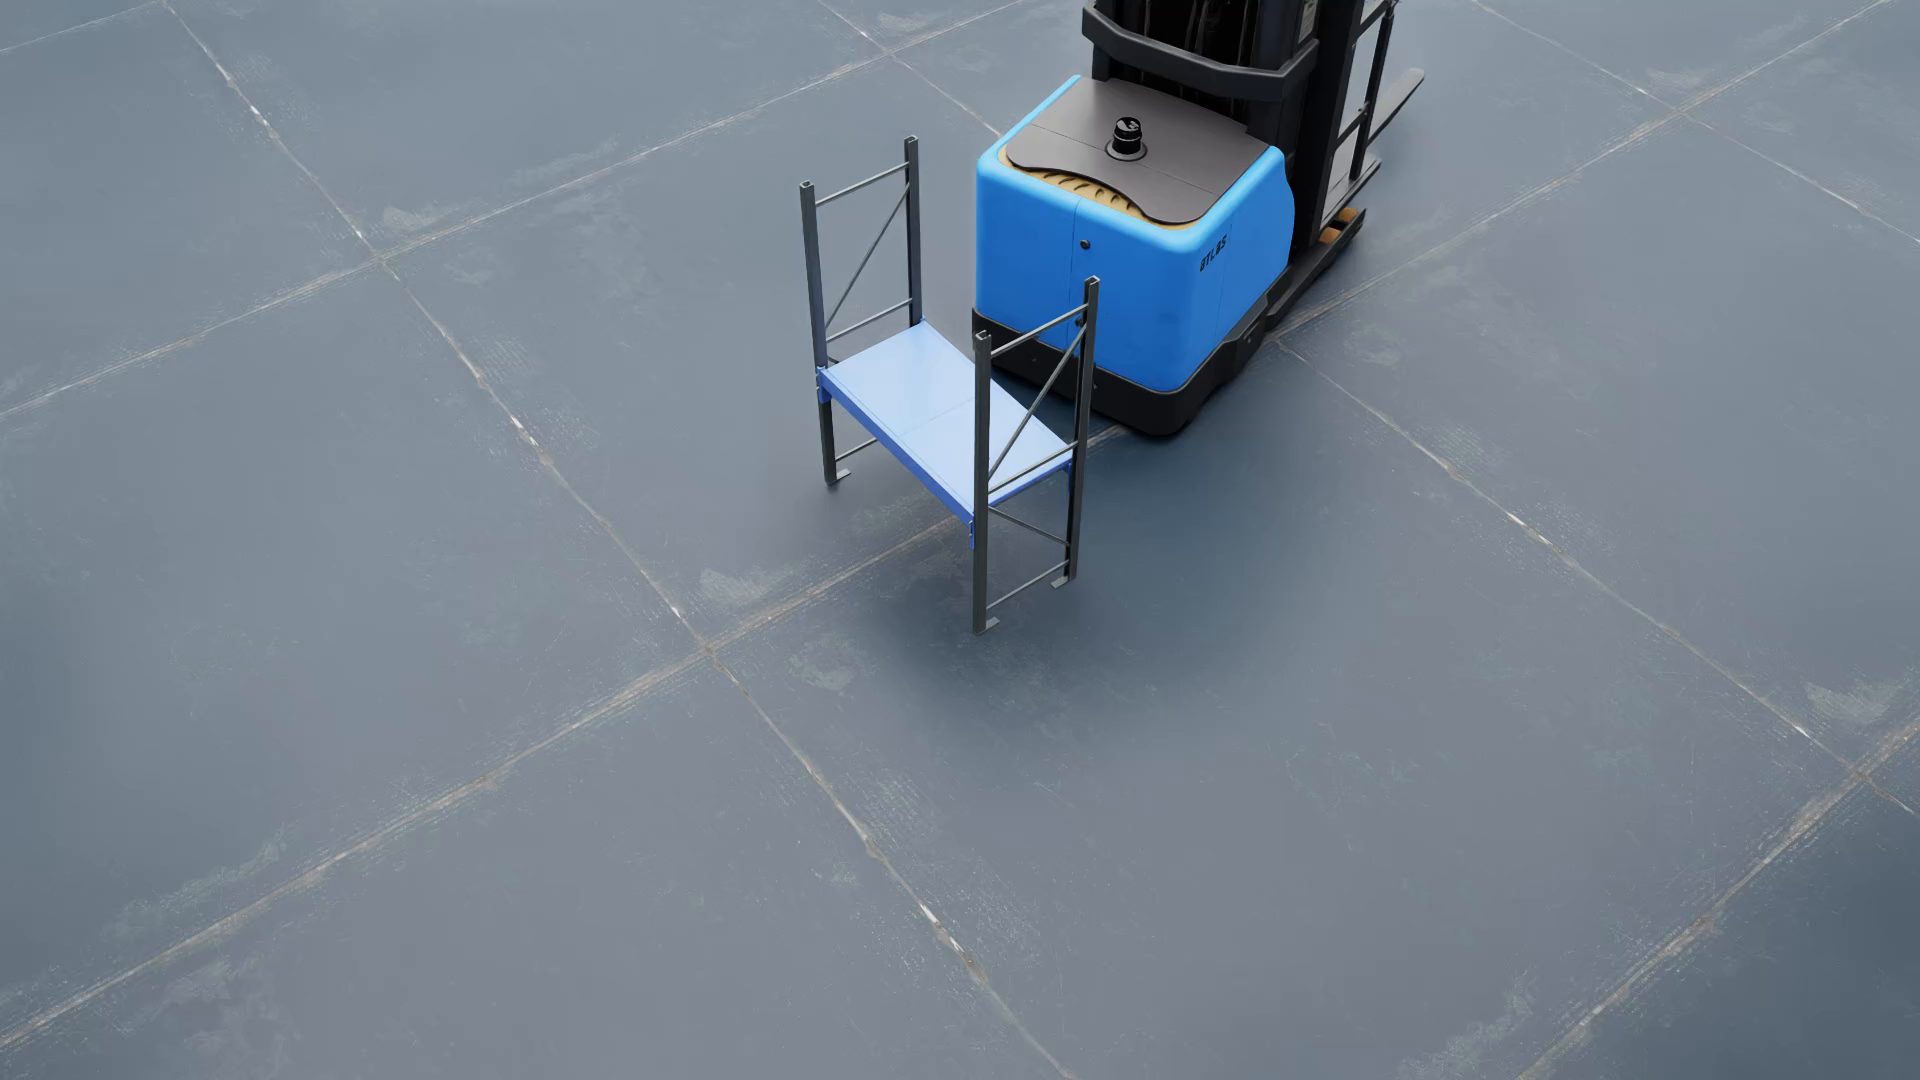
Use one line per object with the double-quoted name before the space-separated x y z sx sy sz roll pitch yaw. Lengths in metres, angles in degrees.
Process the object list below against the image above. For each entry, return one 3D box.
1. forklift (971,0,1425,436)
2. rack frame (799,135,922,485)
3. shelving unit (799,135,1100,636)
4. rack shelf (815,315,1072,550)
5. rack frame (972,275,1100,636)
"forklift" 1.297 -2.493 7.031 1.130 2.935 3.031 27 53 22
"rack frame" -0.359 -0.854 6.511 0.500 1.500 0.032 -29 54 -24
"shelving unit" -0.052 -0.554 6.239 0.538 1.500 1.048 -29 54 -24
"rack shelf" -0.052 -0.433 6.372 0.538 0.185 1.000 -29 54 -24
"rack frame" 0.256 -0.254 5.967 0.500 1.500 0.032 -29 54 -24
